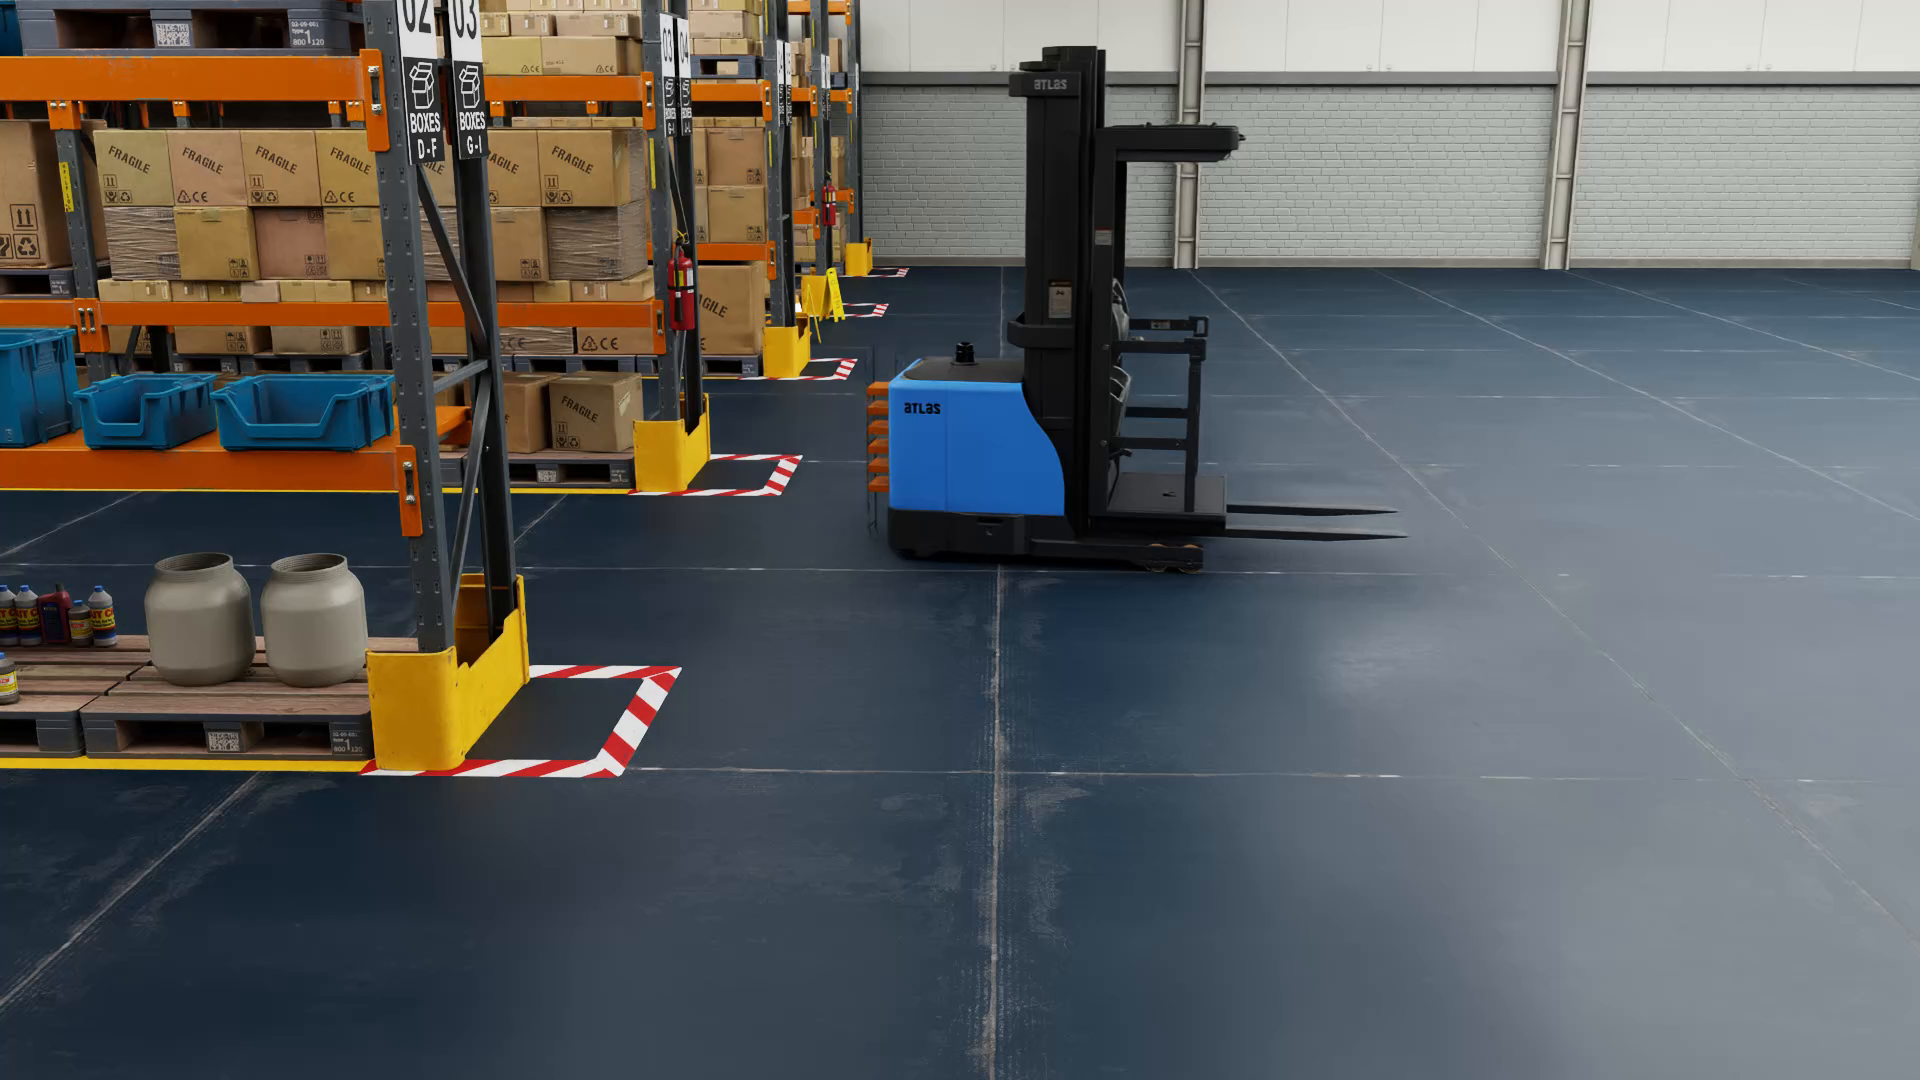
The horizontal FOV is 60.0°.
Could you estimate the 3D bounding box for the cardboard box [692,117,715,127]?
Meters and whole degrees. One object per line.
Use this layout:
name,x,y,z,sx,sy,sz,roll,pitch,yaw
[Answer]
cardboard box,-3.292,-5.066,20.924,0.500,0.500,0.700,0,15,1

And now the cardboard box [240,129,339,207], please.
cardboard box,-4.566,-2.561,11.428,0.500,0.500,0.500,0,15,1

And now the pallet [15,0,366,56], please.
pallet,-2.961,-2.060,6.757,1.213,0.211,1.003,0,15,1

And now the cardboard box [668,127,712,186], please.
cardboard box,-2.705,-3.785,16.394,0.550,0.550,0.875,0,15,1

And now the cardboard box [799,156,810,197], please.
cardboard box,-2.224,-4.727,21.596,0.500,0.500,0.500,0,15,1

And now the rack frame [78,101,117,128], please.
rack frame,-13.630,-5.805,26.462,0.127,3.000,1.000,0,15,1

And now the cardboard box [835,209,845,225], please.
cardboard box,-2.110,-5.135,26.530,0.500,0.250,0.500,0,15,1

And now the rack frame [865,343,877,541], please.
rack frame,-0.549,-0.603,10.275,0.006,1.200,0.240,2,15,9

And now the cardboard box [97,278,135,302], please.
cardboard box,-5.802,-1.760,11.623,0.250,0.149,0.380,0,15,1

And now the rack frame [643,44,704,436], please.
rack frame,-2.010,-1.933,11.788,0.127,3.000,1.000,0,15,1

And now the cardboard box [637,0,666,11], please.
cardboard box,-2.893,-5.084,15.761,0.250,0.149,0.380,1,15,2

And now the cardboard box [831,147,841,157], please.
cardboard box,-1.988,-6.019,25.808,0.250,0.149,0.380,1,15,2

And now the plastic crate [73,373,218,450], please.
plastic crate,-3.294,-0.531,6.765,0.408,0.251,0.499,0,15,1

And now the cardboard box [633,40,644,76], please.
cardboard box,-2.485,-3.380,11.687,0.500,0.250,0.500,1,15,3

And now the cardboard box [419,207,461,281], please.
cardboard box,-3.561,-2.123,11.728,0.500,0.500,0.875,0,15,1

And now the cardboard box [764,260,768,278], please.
cardboard box,-2.565,-3.636,21.337,0.500,0.500,0.500,0,15,2

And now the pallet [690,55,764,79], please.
pallet,-2.524,-4.607,16.217,1.213,0.211,1.003,0,15,1

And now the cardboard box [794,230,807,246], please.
cardboard box,-2.630,-4.771,26.131,0.500,0.250,0.500,0,15,1

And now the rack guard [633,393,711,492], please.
rack guard,-2.086,-0.725,12.109,0.348,0.500,1.175,0,15,1

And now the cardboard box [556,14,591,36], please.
cardboard box,-2.553,-3.458,11.199,0.250,0.149,0.380,0,15,0

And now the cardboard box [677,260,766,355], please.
cardboard box,-2.462,-2.361,16.751,0.875,0.875,0.875,0,15,2

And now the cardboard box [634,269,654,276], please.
cardboard box,-2.289,-1.875,12.058,0.250,0.149,0.380,0,15,1

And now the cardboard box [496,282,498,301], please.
cardboard box,-3.300,-1.769,11.658,0.250,0.149,0.380,0,15,1

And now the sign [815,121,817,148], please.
sign,-1.791,-5.032,20.643,0.005,0.325,0.100,0,15,1

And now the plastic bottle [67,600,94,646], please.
plastic bottle,-4.045,0.378,7.650,0.097,0.201,0.097,0,15,0

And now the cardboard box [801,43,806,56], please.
cardboard box,-2.107,-6.229,21.121,0.250,0.149,0.380,0,15,1

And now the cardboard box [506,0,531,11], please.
cardboard box,-4.154,-5.093,15.793,0.250,0.149,0.380,0,15,1

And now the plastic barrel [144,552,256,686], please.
plastic barrel,-3.298,0.341,7.219,0.421,0.512,0.421,0,15,0

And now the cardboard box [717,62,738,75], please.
cardboard box,-2.778,-5.924,20.745,0.500,0.250,0.500,0,15,1

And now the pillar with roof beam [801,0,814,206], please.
pillar with roof beam,-2.417,-7.764,22.127,0.400,9.000,9.100,0,15,1

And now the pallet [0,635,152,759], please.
pallet,-4.242,0.674,7.371,1.213,0.211,1.003,0,15,1

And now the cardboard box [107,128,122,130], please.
cardboard box,-10.791,-4.983,21.189,0.500,0.500,0.500,1,15,2

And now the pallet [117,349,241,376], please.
pallet,-7.777,-1.869,17.008,1.213,0.211,1.003,0,15,1

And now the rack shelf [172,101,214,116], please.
rack shelf,-11.754,-5.628,21.323,4.000,0.370,1.077,0,15,1

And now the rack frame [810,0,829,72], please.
rack frame,-1.757,-7.361,20.602,0.127,3.000,1.000,0,15,1

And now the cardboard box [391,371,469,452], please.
cardboard box,-3.858,-0.940,12.101,0.500,0.500,0.500,2,15,7

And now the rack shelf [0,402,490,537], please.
rack shelf,-4.136,-0.336,7.142,4.000,0.370,1.077,0,15,1

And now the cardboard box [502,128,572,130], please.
cardboard box,-3.053,-2.687,11.906,0.500,0.500,0.500,0,15,1

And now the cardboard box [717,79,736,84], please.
cardboard box,-2.887,-5.743,20.840,0.250,0.149,0.380,0,15,2

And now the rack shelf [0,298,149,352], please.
rack shelf,-8.008,-1.625,12.028,4.000,0.370,1.077,0,15,1

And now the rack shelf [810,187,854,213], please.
rack shelf,-3.633,-5.392,26.307,4.000,0.370,1.077,0,15,1

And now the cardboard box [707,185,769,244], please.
cardboard box,-2.155,-3.261,16.526,0.550,0.550,0.875,0,15,1

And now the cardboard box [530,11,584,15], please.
cardboard box,-3.785,-4.913,15.894,0.500,0.250,0.500,1,15,2

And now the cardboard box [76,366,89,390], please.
cardboard box,-6.622,-0.973,12.186,0.500,0.500,0.700,-1,15,-3

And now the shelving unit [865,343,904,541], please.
shelving unit,-0.459,-0.600,10.262,0.189,1.200,0.258,2,15,9

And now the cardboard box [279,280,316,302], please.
cardboard box,-4.552,-1.758,11.616,0.250,0.149,0.380,0,15,1

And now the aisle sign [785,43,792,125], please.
aisle sign,-1.704,-4.531,16.537,0.004,0.787,0.394,0,15,1

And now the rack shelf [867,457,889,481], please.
rack shelf,-0.459,-0.441,10.303,0.180,0.103,0.258,2,15,9

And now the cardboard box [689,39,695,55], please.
cardboard box,-2.632,-4.697,15.857,0.250,0.149,0.380,1,15,2

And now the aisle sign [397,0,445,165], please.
aisle sign,-2.072,-1.851,6.380,0.004,0.787,0.394,0,15,1

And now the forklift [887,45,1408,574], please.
forklift,1.131,-1.368,9.779,3.031,2.935,1.130,2,15,9
